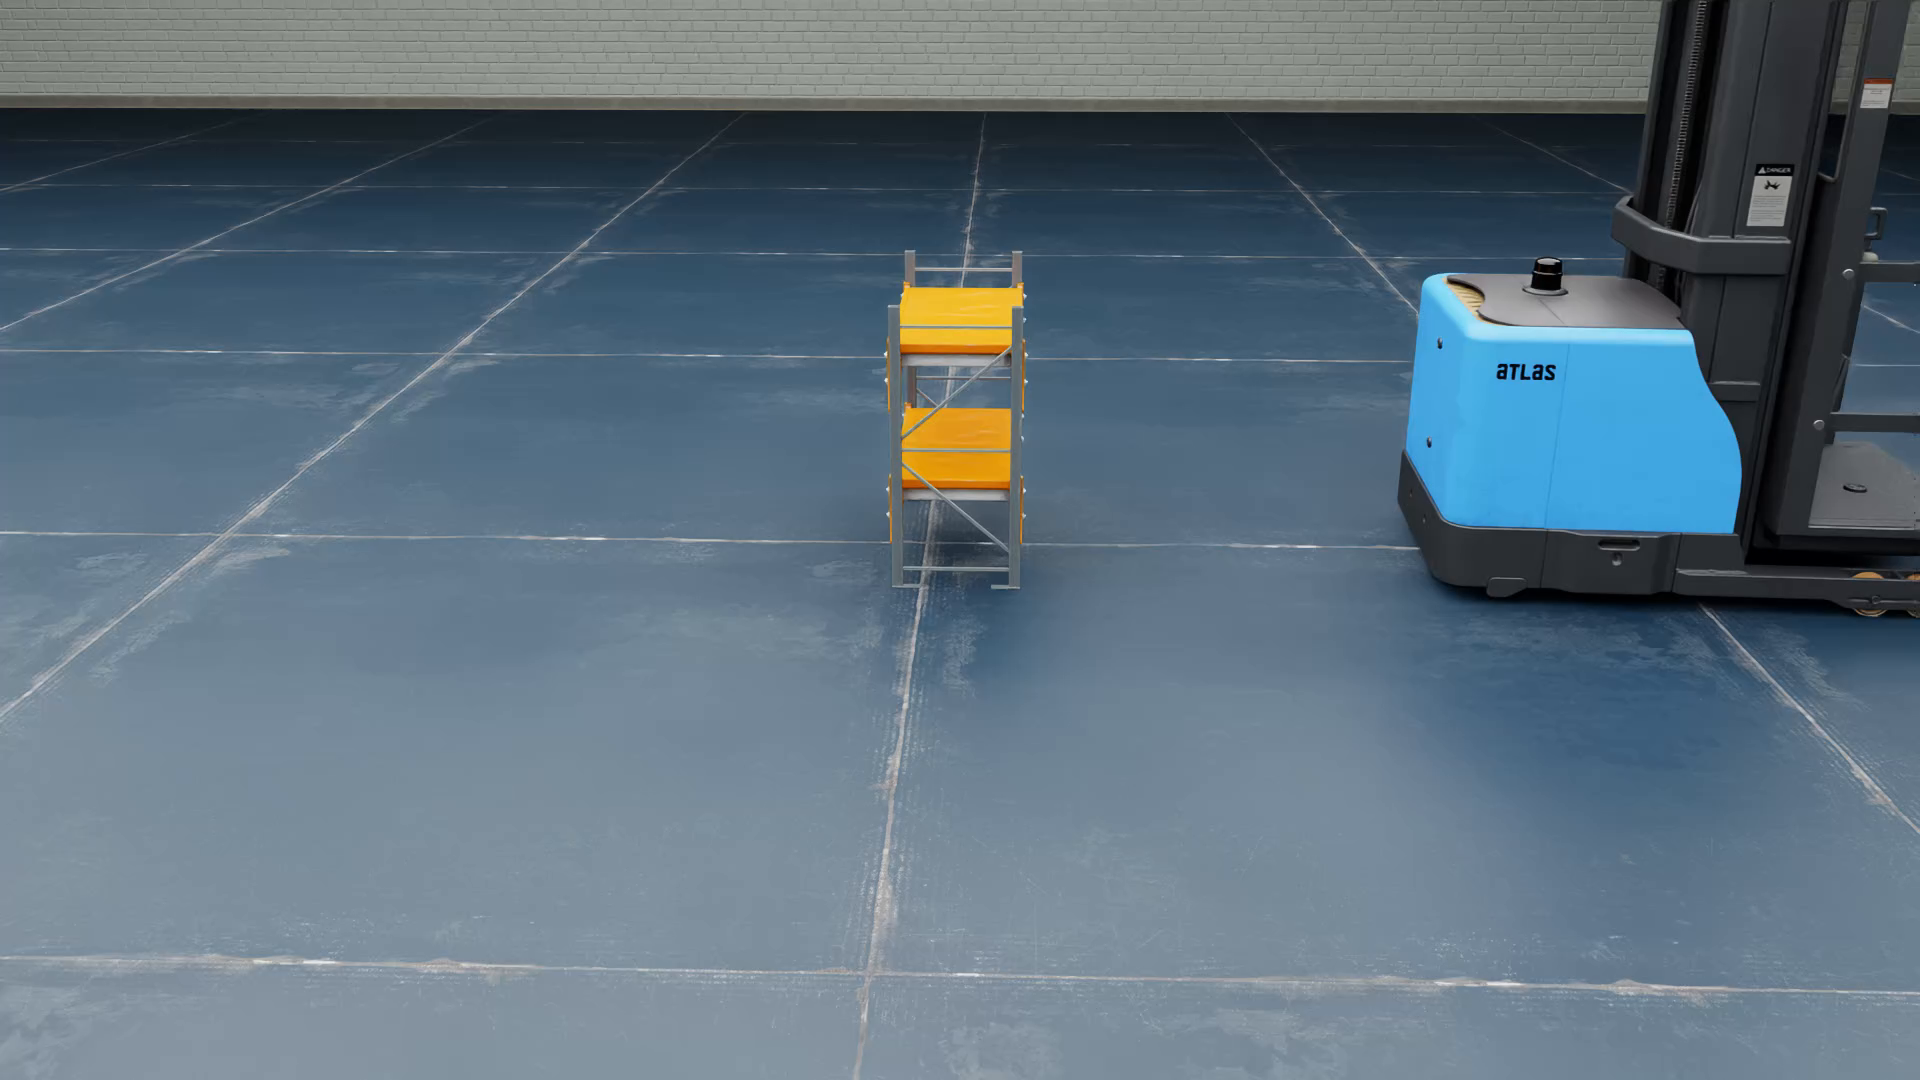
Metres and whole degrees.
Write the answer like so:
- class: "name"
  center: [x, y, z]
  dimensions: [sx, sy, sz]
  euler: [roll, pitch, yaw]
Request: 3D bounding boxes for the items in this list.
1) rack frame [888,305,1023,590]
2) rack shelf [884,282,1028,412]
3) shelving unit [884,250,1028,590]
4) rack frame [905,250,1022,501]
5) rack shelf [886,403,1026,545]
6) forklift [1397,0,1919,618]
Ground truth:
- class: "rack frame"
  center: [-0.016, -0.338, 6.345]
  dimensions: [0.500, 1.125, 0.032]
  euler: [1, 21, 2]
- class: "rack shelf"
  center: [0.000, -0.795, 6.713]
  dimensions: [0.538, 0.278, 1.000]
  euler: [1, 21, 2]
- class: "shelving unit"
  center: [0.000, -0.522, 6.819]
  dimensions: [0.538, 1.125, 1.048]
  euler: [1, 21, 2]
- class: "rack frame"
  center: [0.015, -0.706, 7.293]
  dimensions: [0.500, 1.125, 0.032]
  euler: [1, 21, 2]
- class: "rack shelf"
  center: [0.000, -0.294, 6.908]
  dimensions: [0.538, 0.278, 1.000]
  euler: [1, 21, 2]
- class: "forklift"
  center: [3.387, -1.271, 6.254]
  dimensions: [3.031, 2.935, 1.130]
  euler: [2, 21, 4]
